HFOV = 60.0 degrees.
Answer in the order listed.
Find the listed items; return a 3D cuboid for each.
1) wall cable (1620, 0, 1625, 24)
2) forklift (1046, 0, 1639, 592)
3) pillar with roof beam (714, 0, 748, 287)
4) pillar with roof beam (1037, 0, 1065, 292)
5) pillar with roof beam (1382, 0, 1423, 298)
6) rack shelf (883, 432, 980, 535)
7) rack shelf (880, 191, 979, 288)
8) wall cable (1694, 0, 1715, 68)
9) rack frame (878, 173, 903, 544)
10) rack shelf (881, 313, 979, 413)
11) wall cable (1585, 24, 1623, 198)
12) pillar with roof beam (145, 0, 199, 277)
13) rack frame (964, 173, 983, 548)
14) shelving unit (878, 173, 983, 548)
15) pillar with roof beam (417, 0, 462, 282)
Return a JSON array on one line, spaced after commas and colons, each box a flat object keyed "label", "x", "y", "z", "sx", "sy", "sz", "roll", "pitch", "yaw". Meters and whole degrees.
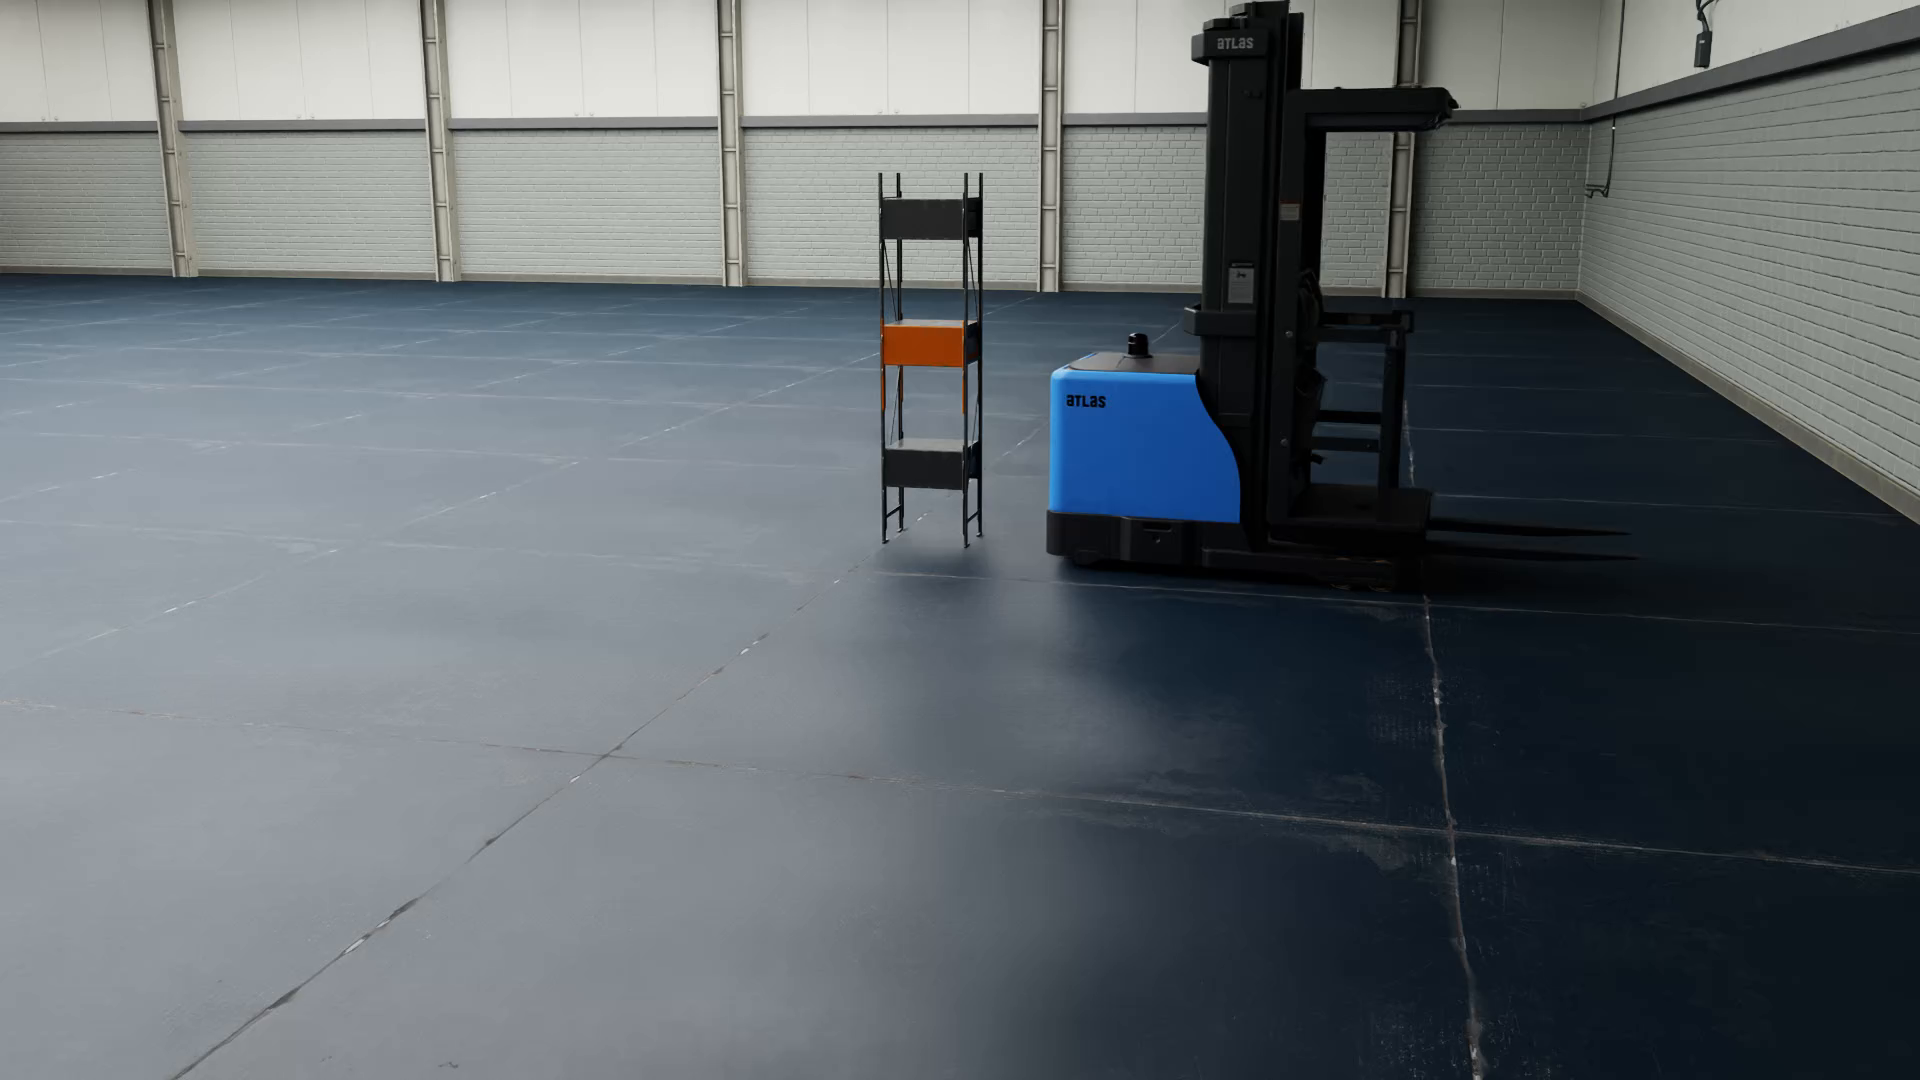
[{"label": "wall cable", "x": 9.324, "y": -8.504, "z": 22.796, "sx": 0.112, "sy": 2.526, "sz": 3.097, "roll": 3, "pitch": 13, "yaw": 14}, {"label": "forklift", "x": 2.047, "y": -1.291, "z": 8.785, "sx": 3.031, "sy": 2.935, "sz": 1.130, "roll": 4, "pitch": 13, "yaw": 17}, {"label": "pillar with roof beam", "x": -5.253, "y": -8.271, "z": 26.239, "sx": 0.400, "sy": 9.000, "sz": 9.100, "roll": 3, "pitch": 13, "yaw": 14}, {"label": "pillar with roof beam", "x": 0.572, "y": -7.960, "z": 24.836, "sx": 0.400, "sy": 9.000, "sz": 9.100, "roll": 3, "pitch": 13, "yaw": 14}, {"label": "pillar with roof beam", "x": 6.397, "y": -7.649, "z": 23.433, "sx": 0.400, "sy": 9.000, "sz": 9.100, "roll": 3, "pitch": 13, "yaw": 14}, {"label": "rack shelf", "x": -0.161, "y": -0.337, "z": 9.700, "sx": 0.480, "sy": 0.518, "sz": 0.431, "roll": 3, "pitch": 13, "yaw": 14}, {"label": "rack shelf", "x": -0.161, "y": -1.704, "z": 9.396, "sx": 0.480, "sy": 0.518, "sz": 0.431, "roll": 3, "pitch": 13, "yaw": 14}, {"label": "wall cable", "x": 7.682, "y": -7.788, "z": 16.208, "sx": 0.169, "sy": 6.003, "sz": 2.305, "roll": 3, "pitch": 13, "yaw": 14}, {"label": "rack frame", "x": -0.398, "y": -1.046, "z": 9.602, "sx": 0.015, "sy": 2.100, "sz": 0.400, "roll": 3, "pitch": 13, "yaw": 14}, {"label": "rack shelf", "x": -0.161, "y": -1.020, "z": 9.548, "sx": 0.480, "sy": 0.518, "sz": 0.431, "roll": 3, "pitch": 13, "yaw": 14}, {"label": "wall cable", "x": 9.972, "y": -6.607, "z": 25.907, "sx": 0.112, "sy": 2.526, "sz": 3.097, "roll": 3, "pitch": 13, "yaw": 14}, {"label": "pillar with roof beam", "x": -16.903, "y": -8.894, "z": 29.046, "sx": 0.400, "sy": 9.000, "sz": 9.100, "roll": 3, "pitch": 13, "yaw": 14}, {"label": "rack frame", "x": 0.076, "y": -1.021, "z": 9.488, "sx": 0.015, "sy": 2.100, "sz": 0.400, "roll": 3, "pitch": 13, "yaw": 14}, {"label": "shelving unit", "x": -0.161, "y": -1.034, "z": 9.545, "sx": 0.503, "sy": 2.100, "sz": 0.431, "roll": 3, "pitch": 13, "yaw": 14}, {"label": "pillar with roof beam", "x": -11.078, "y": -8.583, "z": 27.643, "sx": 0.400, "sy": 9.000, "sz": 9.100, "roll": 3, "pitch": 13, "yaw": 14}]
